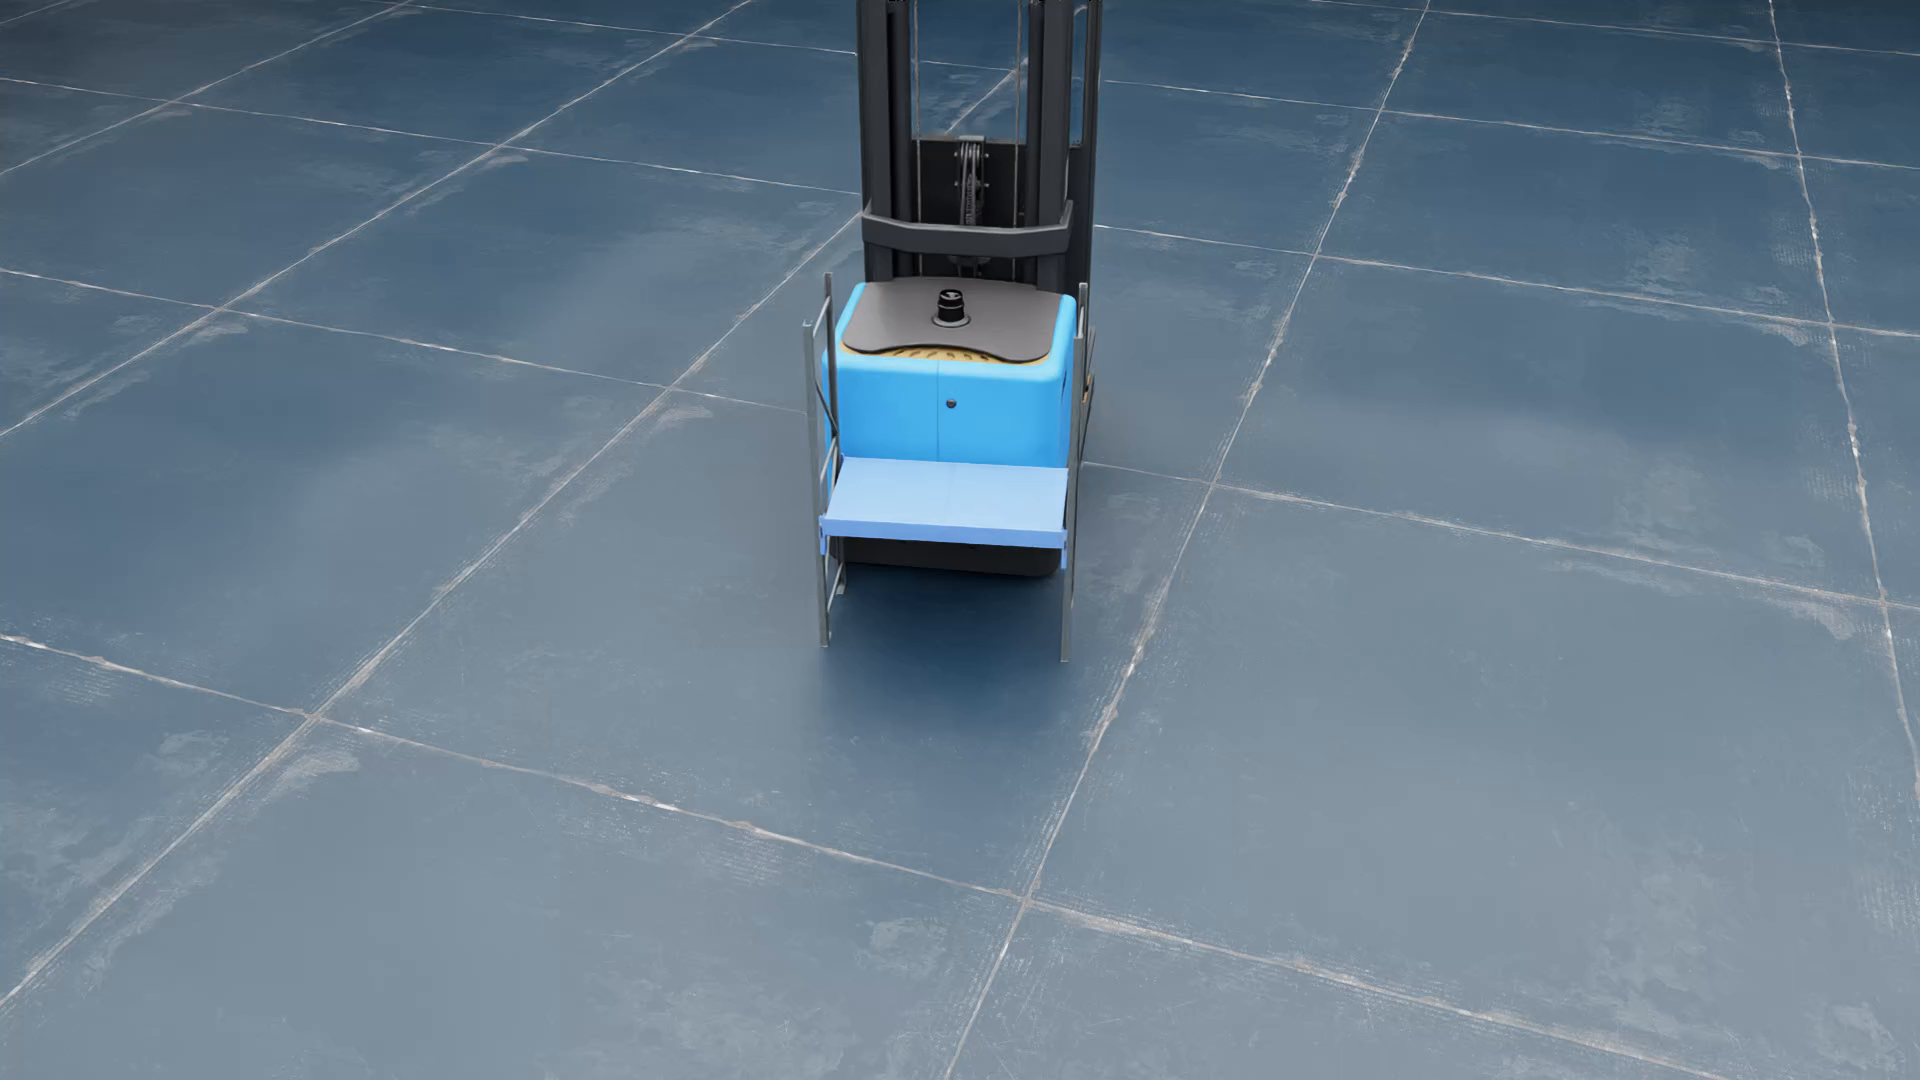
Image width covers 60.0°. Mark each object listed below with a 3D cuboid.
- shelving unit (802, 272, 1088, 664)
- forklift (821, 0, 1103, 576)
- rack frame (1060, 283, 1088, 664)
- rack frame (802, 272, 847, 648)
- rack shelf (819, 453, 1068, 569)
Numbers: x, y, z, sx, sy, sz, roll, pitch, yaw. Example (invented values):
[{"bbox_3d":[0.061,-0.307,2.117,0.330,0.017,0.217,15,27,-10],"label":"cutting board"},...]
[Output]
[{"bbox_3d":[-0.044,-0.278,6.797,1.048,1.500,0.538,3,33,5],"label":"shelving unit"},{"bbox_3d":[0.119,-1.855,7.921,1.130,2.935,3.031,4,33,7],"label":"forklift"},{"bbox_3d":[0.461,-0.249,6.753,0.032,1.500,0.500,3,33,5],"label":"rack frame"},{"bbox_3d":[-0.550,-0.307,6.842,0.032,1.500,0.500,3,33,5],"label":"rack frame"},{"bbox_3d":[-0.044,-0.127,6.895,1.000,0.185,0.538,3,33,5],"label":"rack shelf"}]
